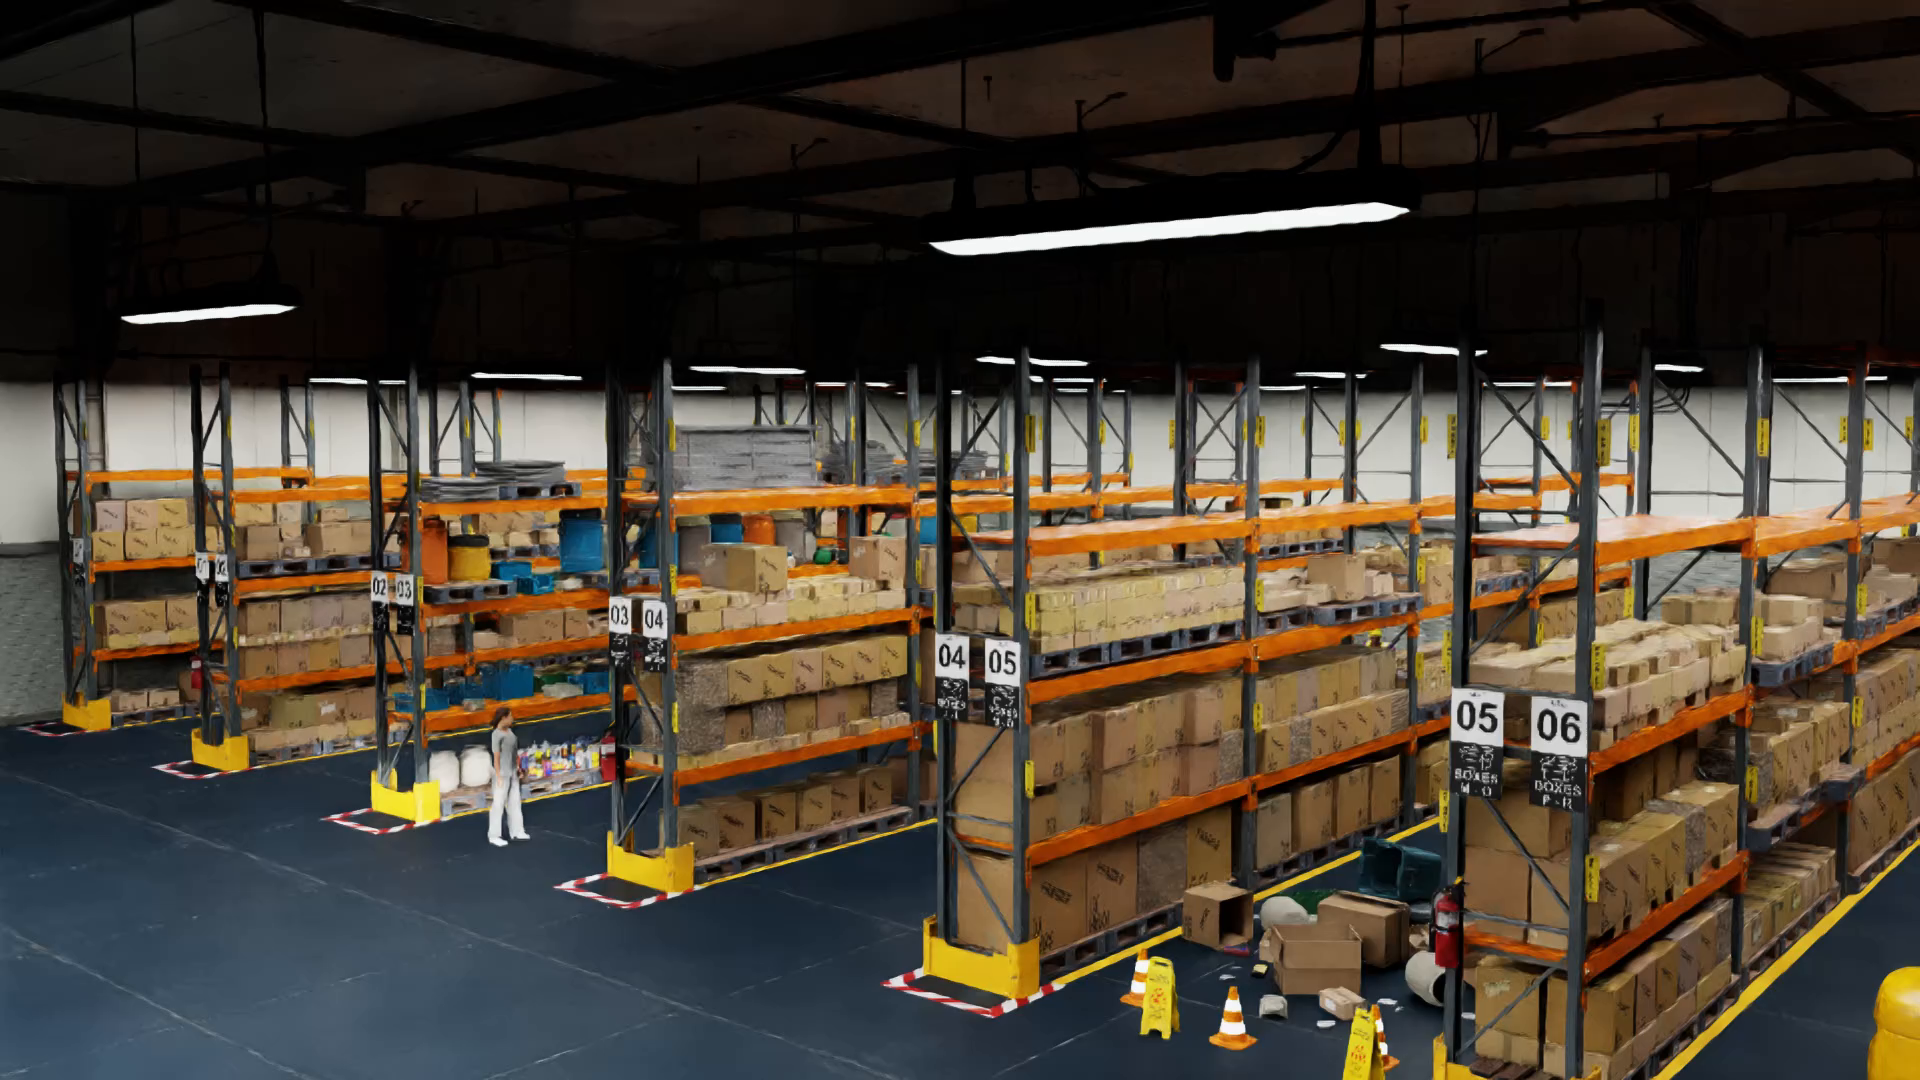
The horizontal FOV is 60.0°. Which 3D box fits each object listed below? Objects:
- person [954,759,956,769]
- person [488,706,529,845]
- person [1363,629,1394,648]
[{"bbox_3d":[0.289,2.915,20.051,0.655,1.589,0.824,2,4,23],"label":"person"},{"bbox_3d":[-5.508,2.852,20.279,0.445,1.674,0.493,1,4,12],"label":"person"},{"bbox_3d":[7.010,2.300,27.952,0.719,1.714,0.578,3,5,38],"label":"person"}]
